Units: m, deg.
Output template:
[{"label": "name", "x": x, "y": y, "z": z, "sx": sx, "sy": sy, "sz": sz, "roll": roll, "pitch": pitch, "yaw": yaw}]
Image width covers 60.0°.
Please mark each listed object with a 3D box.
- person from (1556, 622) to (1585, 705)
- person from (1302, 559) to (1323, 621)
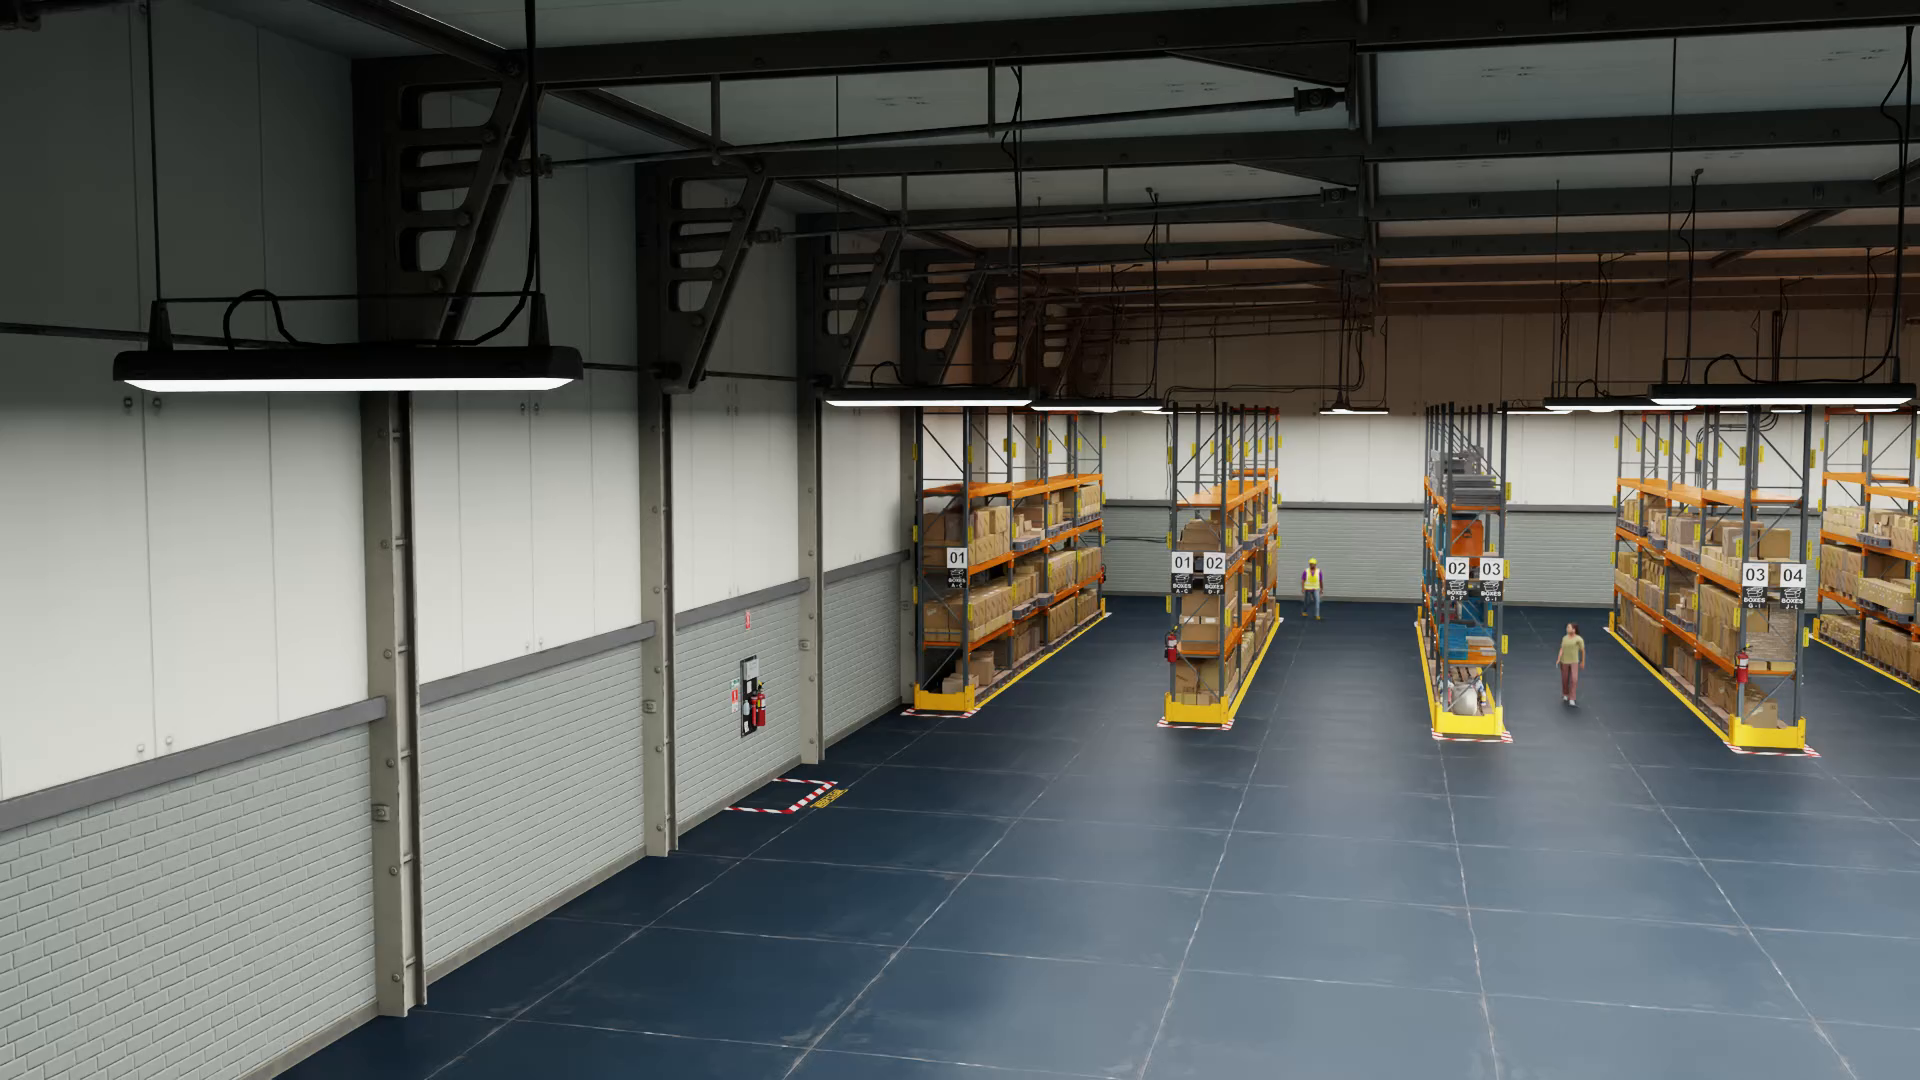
[{"label": "person", "x": 12.195, "y": 2.450, "z": 33.209, "sx": 0.546, "sy": 1.622, "sz": 0.984, "roll": 1, "pitch": 4, "yaw": 19}, {"label": "person", "x": 9.961, "y": 1.400, "z": 46.994, "sx": 0.666, "sy": 1.734, "sz": 0.998, "roll": -1, "pitch": 4, "yaw": -9}]
